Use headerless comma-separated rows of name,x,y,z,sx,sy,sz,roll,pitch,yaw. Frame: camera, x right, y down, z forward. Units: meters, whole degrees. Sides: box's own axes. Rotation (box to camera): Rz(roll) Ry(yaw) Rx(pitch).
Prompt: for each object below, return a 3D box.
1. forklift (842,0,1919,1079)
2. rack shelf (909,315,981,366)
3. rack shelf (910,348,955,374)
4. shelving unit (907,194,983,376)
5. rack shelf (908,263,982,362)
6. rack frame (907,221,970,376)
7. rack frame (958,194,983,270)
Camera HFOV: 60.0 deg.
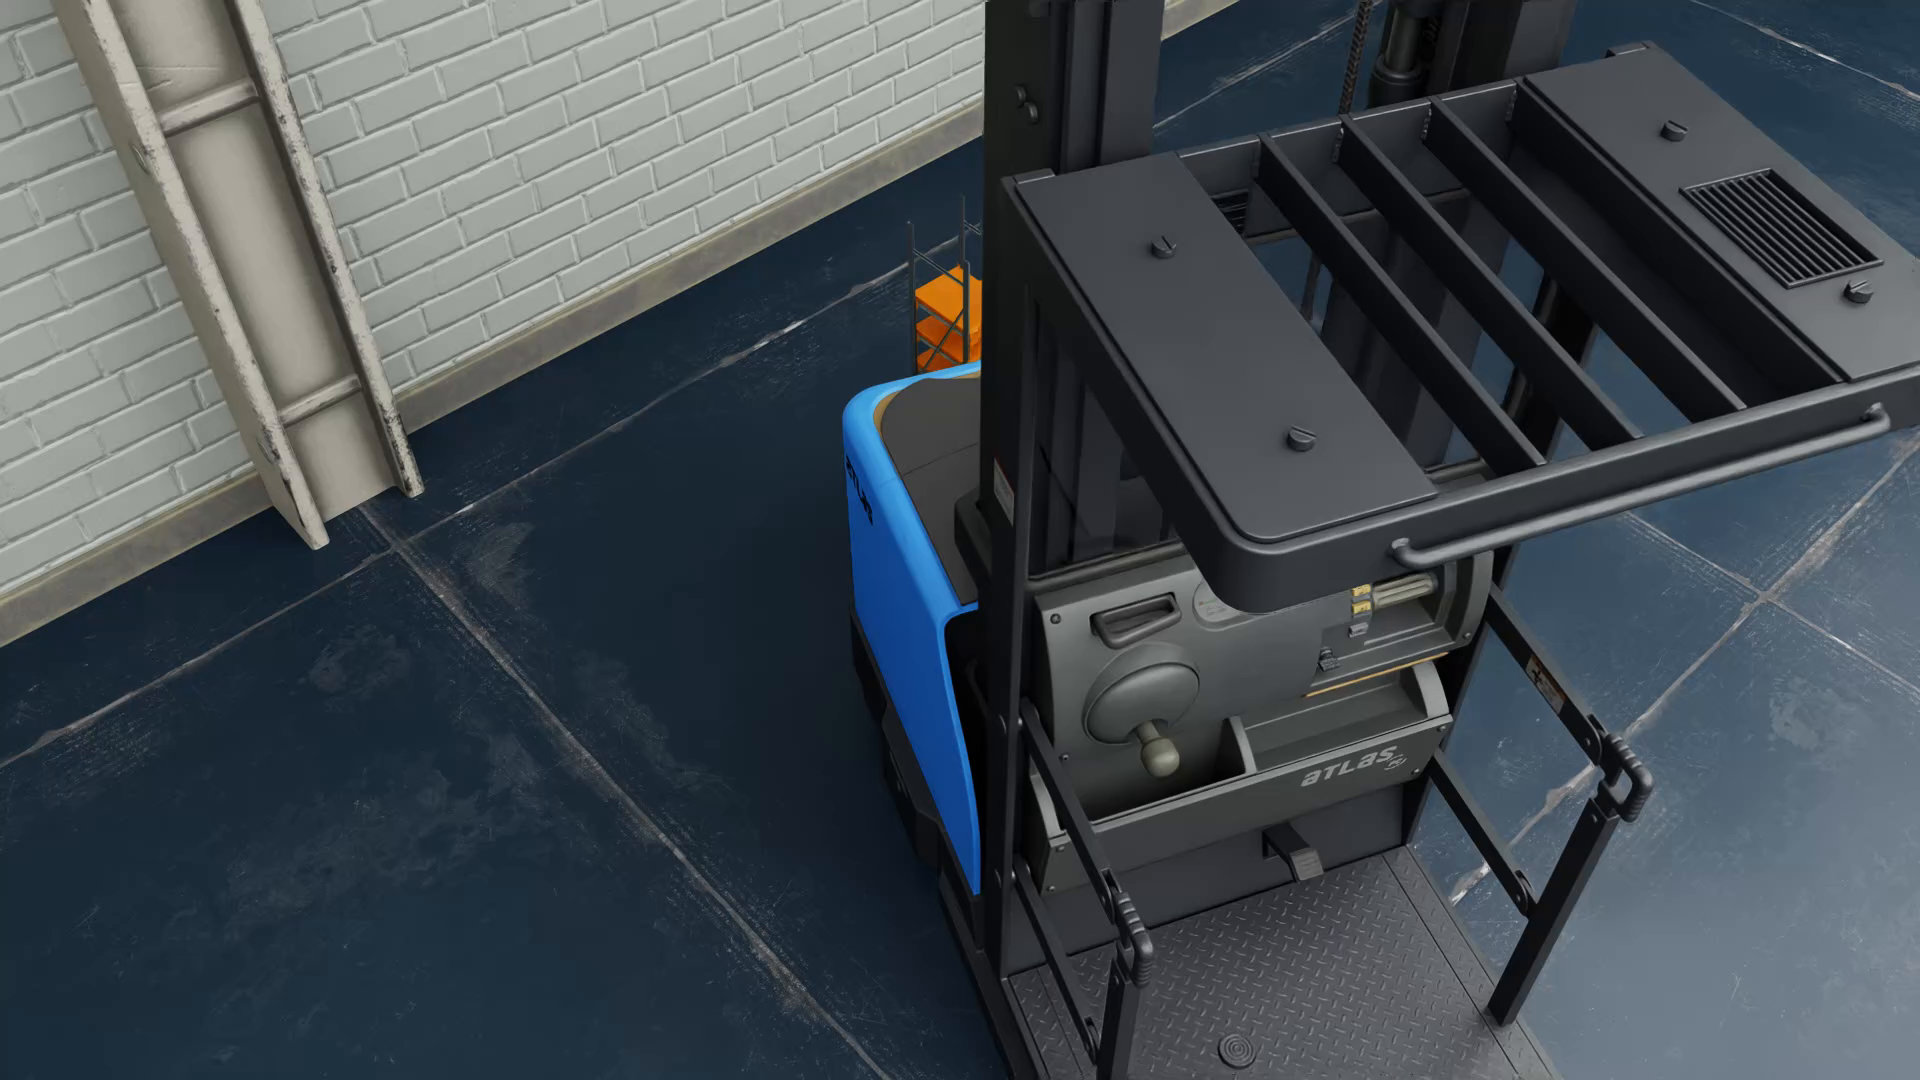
forklift,0.668,0.266,3.011,1.130,2.935,3.031,-15,49,-13
rack shelf,0.011,-0.547,4.672,0.180,0.103,0.258,-34,56,-27
rack shelf,0.011,-0.465,4.760,0.180,0.103,0.258,-34,56,-27
shelving unit,0.011,-0.414,4.816,0.189,1.200,0.258,-34,56,-27
rack shelf,0.011,-0.628,4.584,0.180,0.103,0.258,-34,56,-27
rack frame,-0.057,-0.369,4.774,0.006,1.200,0.240,-34,56,-27
rack frame,0.078,-0.459,4.857,0.006,1.200,0.240,-34,56,-27
